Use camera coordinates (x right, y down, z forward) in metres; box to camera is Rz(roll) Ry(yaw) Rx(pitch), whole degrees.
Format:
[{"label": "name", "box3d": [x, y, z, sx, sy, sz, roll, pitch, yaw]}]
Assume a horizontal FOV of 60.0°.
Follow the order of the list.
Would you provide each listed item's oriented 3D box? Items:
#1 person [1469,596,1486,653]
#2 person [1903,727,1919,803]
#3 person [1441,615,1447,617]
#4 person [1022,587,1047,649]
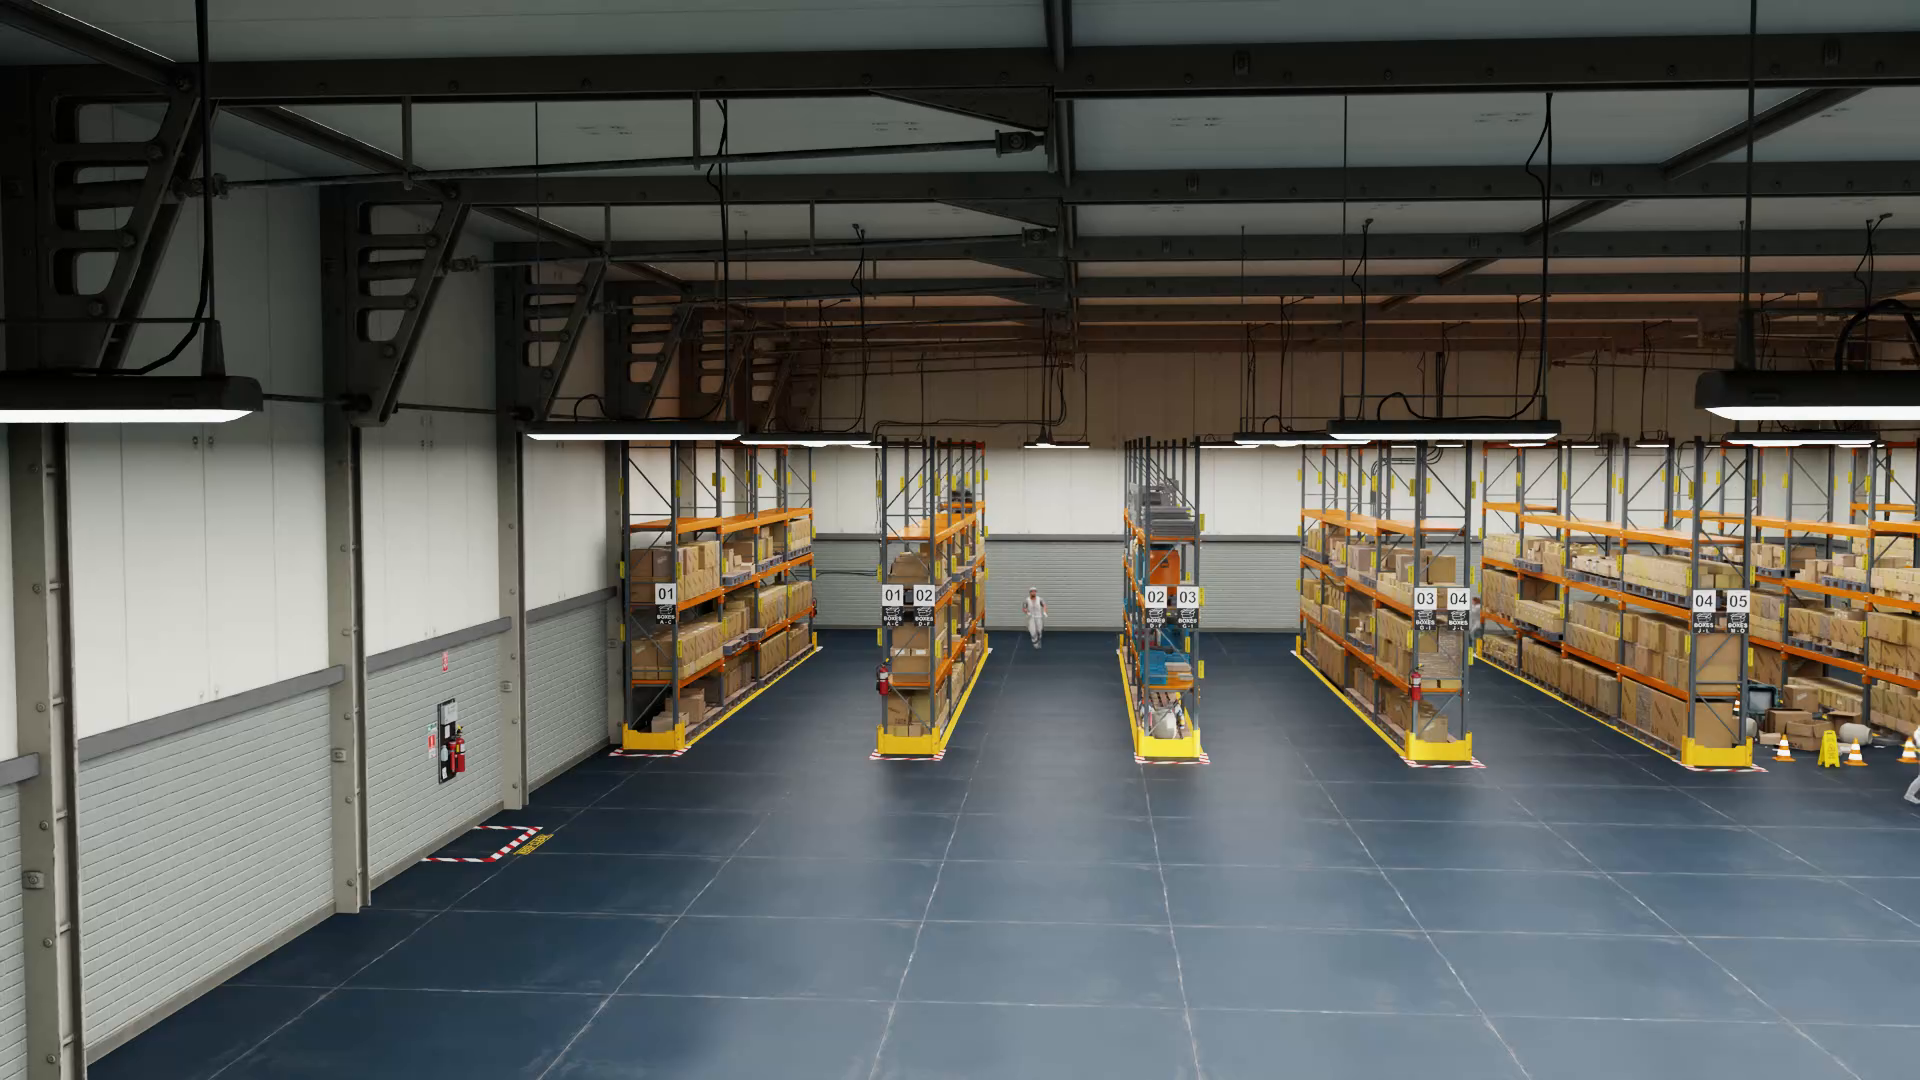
[{"label": "person", "box3d": [14.724, 2.411, 47.284, 0.744, 1.604, 0.565, 0, 3, -8]}, {"label": "person", "box3d": [15.504, 3.478, 26.611, 0.619, 1.698, 0.759, -3, 4, -42]}, {"label": "person", "box3d": [13.194, 2.459, 45.674, 0.538, 1.667, 0.777, 1, 3, 12]}, {"label": "person", "box3d": [2.044, 2.149, 45.622, 0.678, 1.713, 0.526, 0, 3, -1]}]
